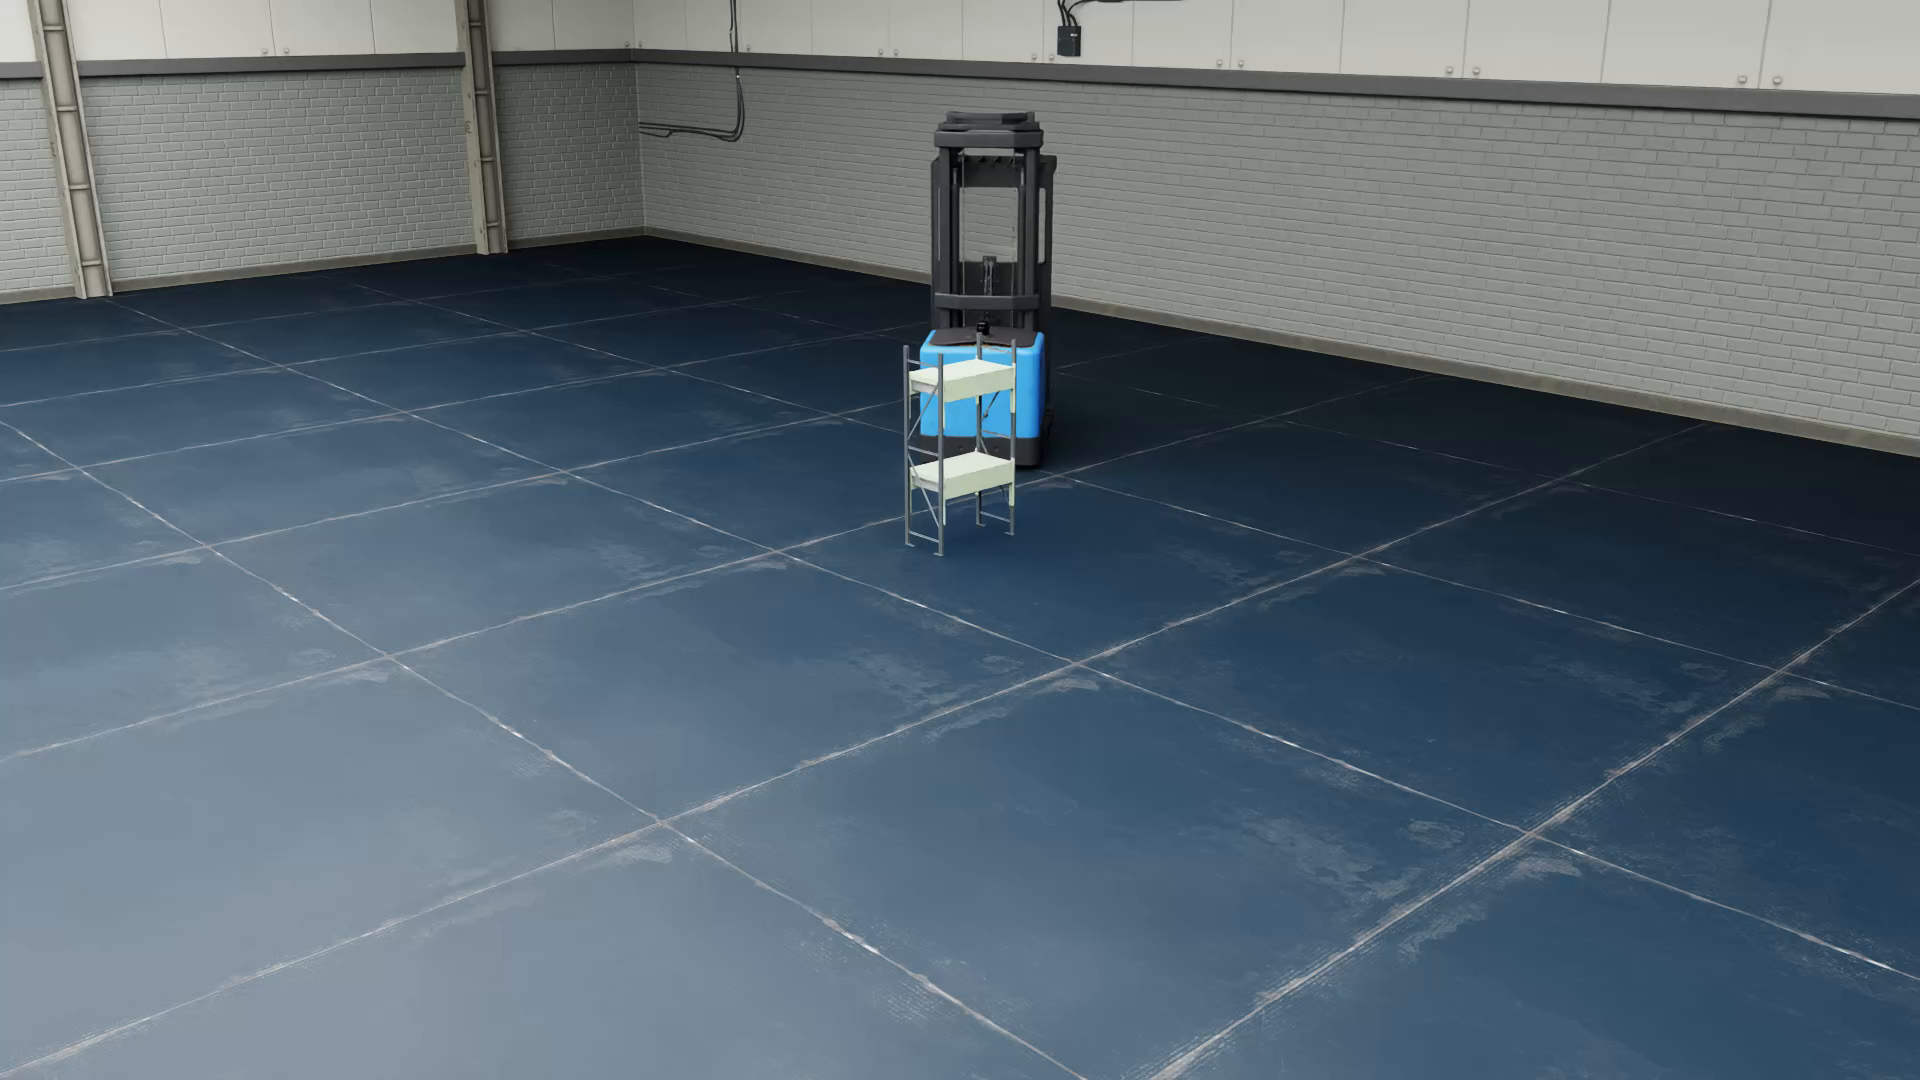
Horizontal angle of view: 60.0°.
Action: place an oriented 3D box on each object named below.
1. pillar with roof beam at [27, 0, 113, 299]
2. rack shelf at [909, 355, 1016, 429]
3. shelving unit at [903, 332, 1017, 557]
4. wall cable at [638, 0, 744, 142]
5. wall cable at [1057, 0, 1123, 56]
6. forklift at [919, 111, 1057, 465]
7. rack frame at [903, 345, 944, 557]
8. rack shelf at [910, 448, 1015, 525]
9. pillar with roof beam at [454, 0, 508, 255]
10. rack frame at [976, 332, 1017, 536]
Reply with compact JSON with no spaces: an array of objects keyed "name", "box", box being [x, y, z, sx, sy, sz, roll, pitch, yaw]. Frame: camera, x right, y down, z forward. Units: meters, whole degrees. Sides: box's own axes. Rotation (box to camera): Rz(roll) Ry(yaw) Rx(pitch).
[{"name":"pillar with roof beam","box":[-8.920,-6.666,18.453,0.400,9.000,9.100,-16,24,-41]},{"name":"rack shelf","box":[0.005,-1.086,12.137,0.720,0.370,0.431,-16,24,-41]},{"name":"shelving unit","box":[0.005,-0.715,12.258,0.755,1.500,0.431,-16,24,-41]},{"name":"wall cable","box":[-4.469,-7.753,26.840,0.112,2.526,3.097,-16,24,-41]},{"name":"wall cable","box":[2.042,-8.717,19.265,0.169,6.003,2.305,-16,24,-41]},{"name":"forklift","box":[0.309,-2.440,15.259,1.130,2.935,3.031,2,18,5]},{"name":"rack frame","box":[-0.261,-0.637,12.019,0.023,1.500,0.400,-16,24,-41]},{"name":"rack shelf","box":[0.005,-0.405,12.358,0.720,0.370,0.431,-16,24,-41]},{"name":"pillar with roof beam","box":[-4.561,-7.937,22.374,0.400,9.000,9.100,-16,24,-41]},{"name":"rack frame","box":[0.271,-0.792,12.497,0.023,1.500,0.400,-16,24,-41]}]
